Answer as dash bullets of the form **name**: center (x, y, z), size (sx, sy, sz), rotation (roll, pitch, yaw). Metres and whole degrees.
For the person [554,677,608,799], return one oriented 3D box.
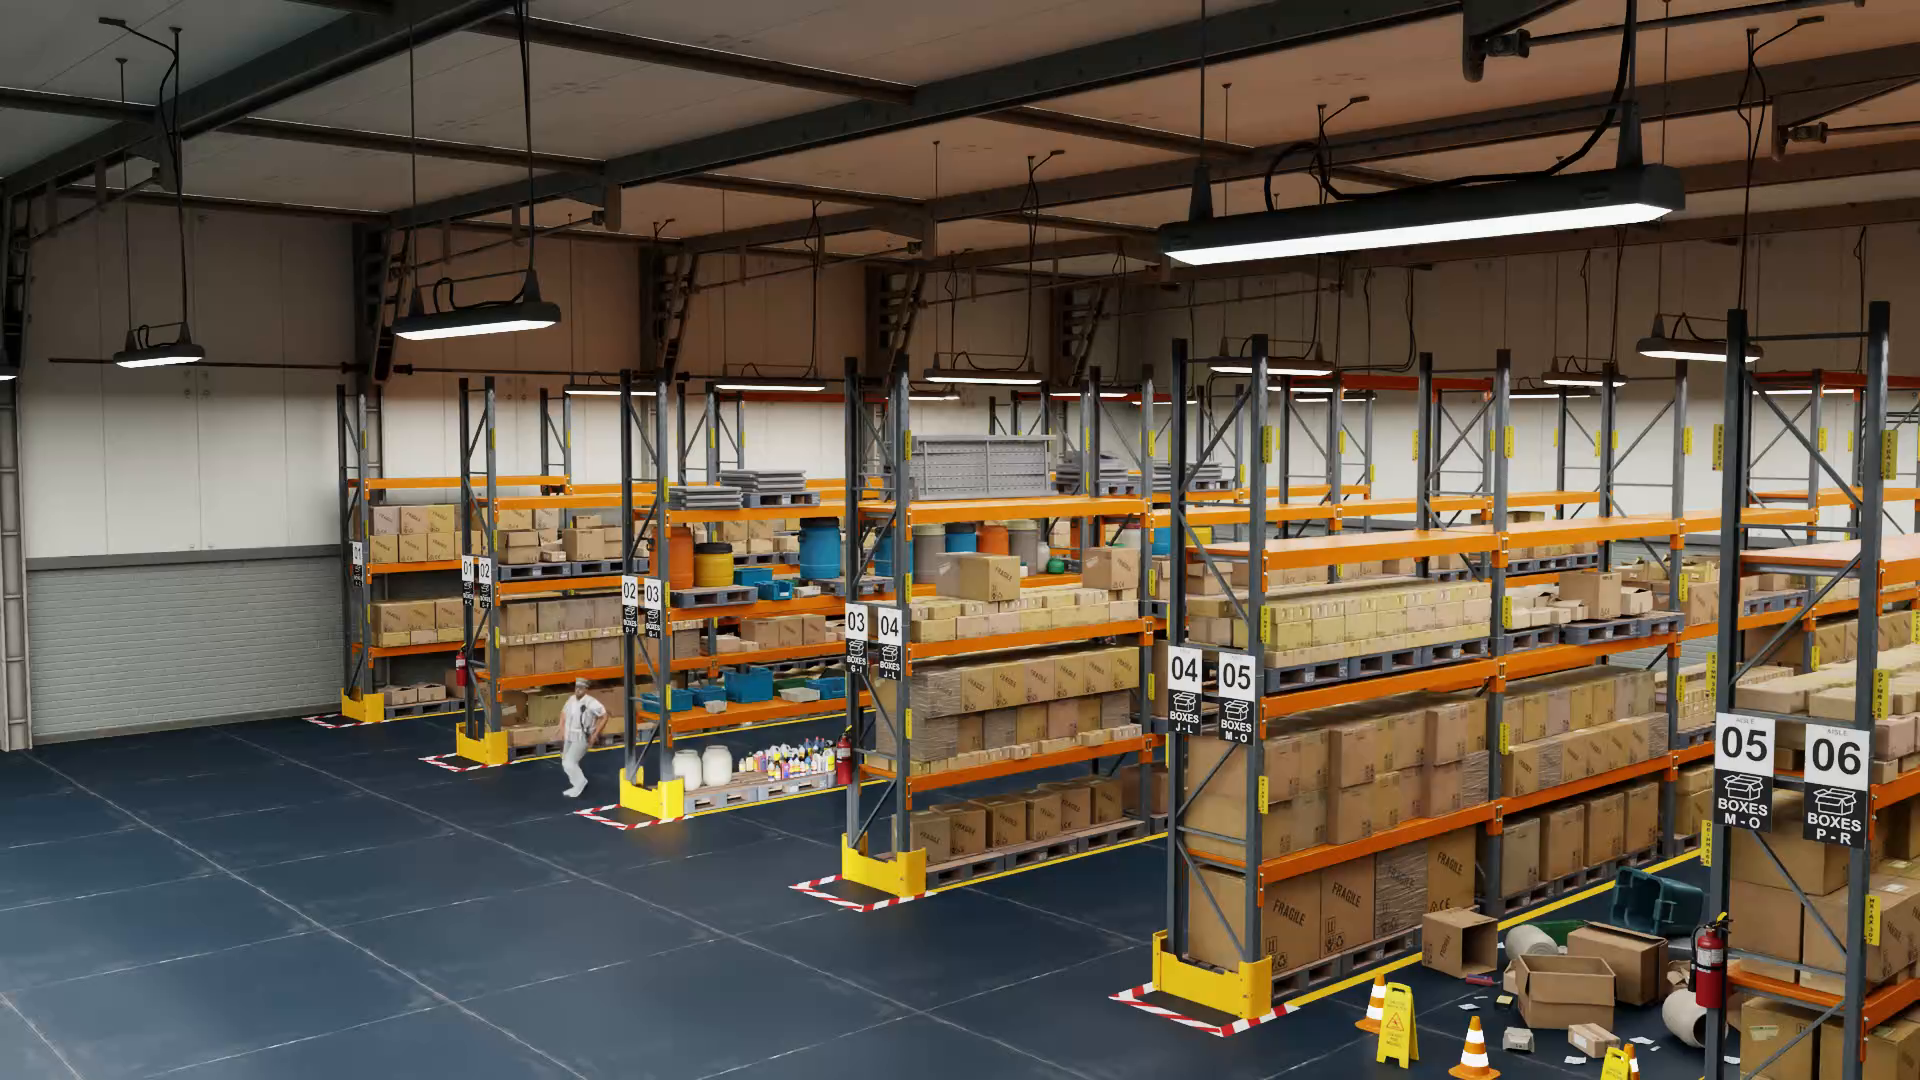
- **person**: center (-5.351, 2.774, 23.305), size (0.721, 1.733, 0.596), rotation (2, 4, 33)
